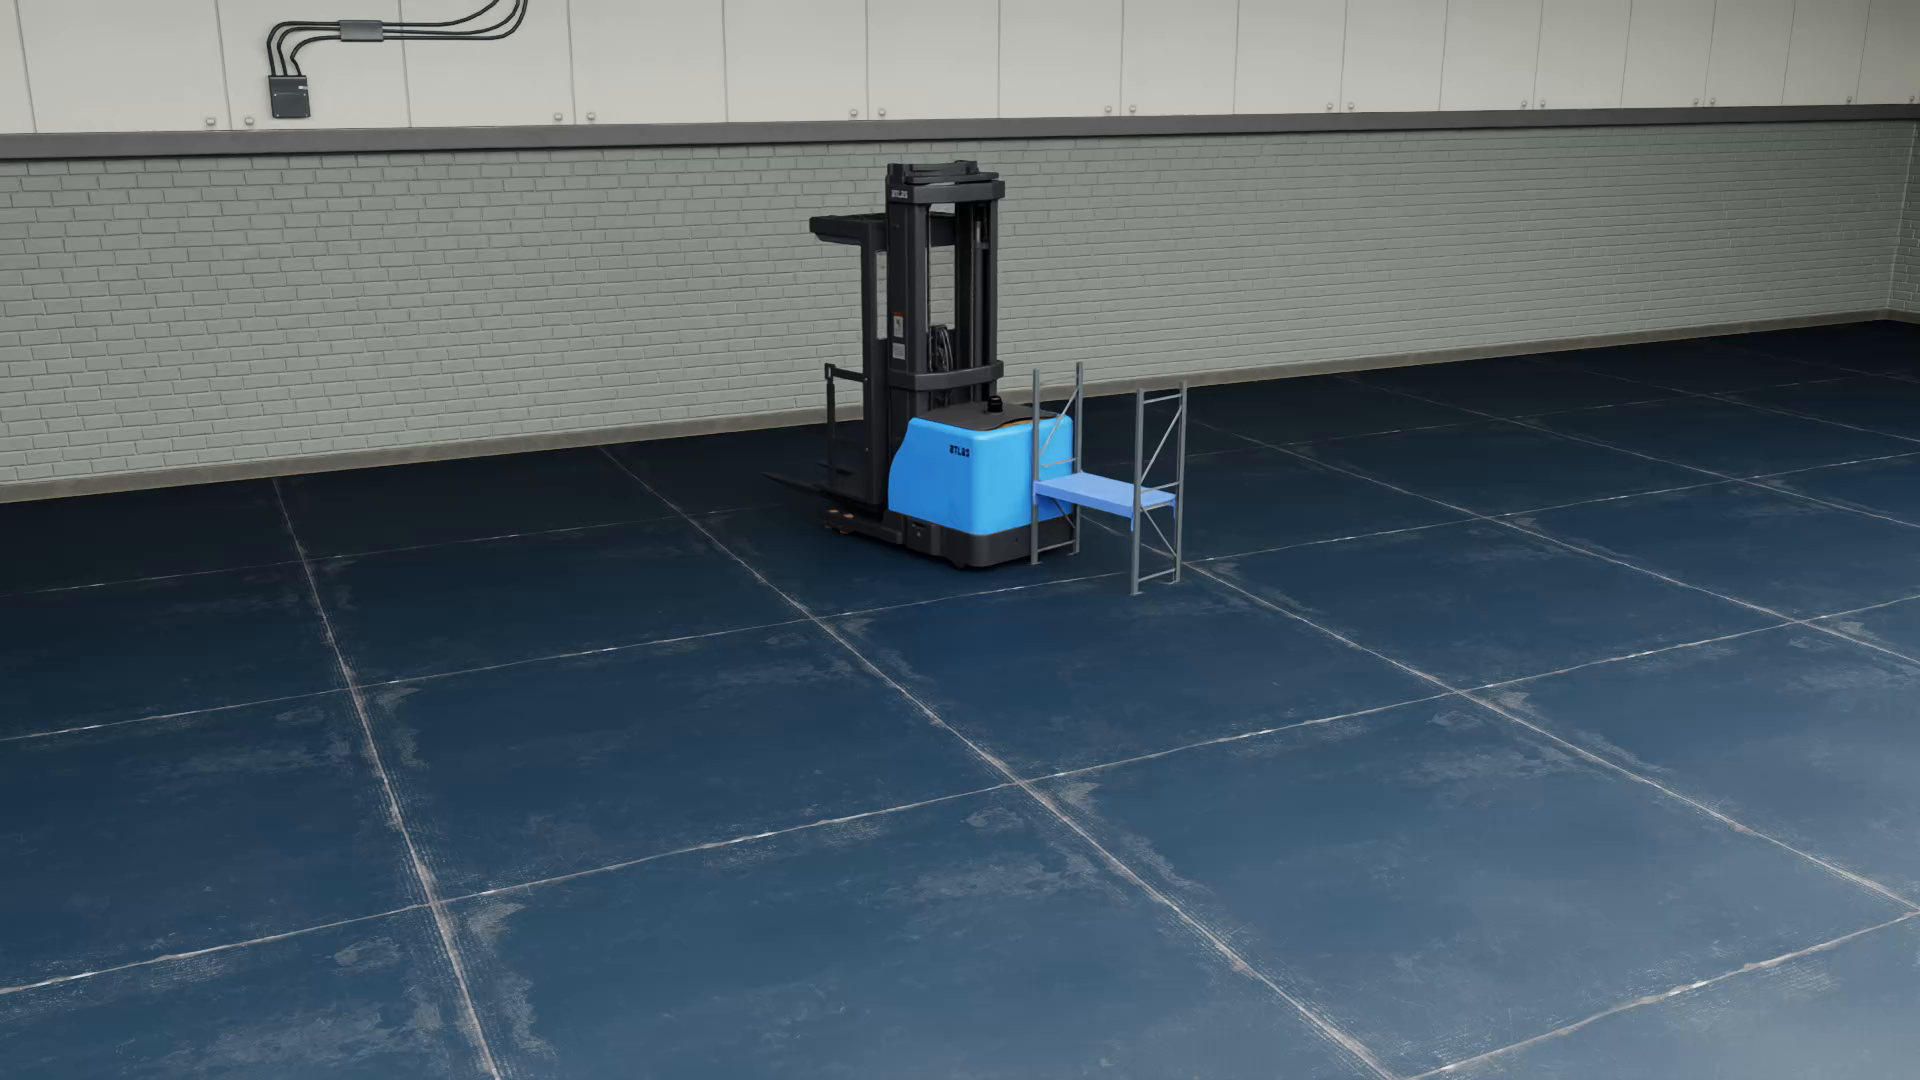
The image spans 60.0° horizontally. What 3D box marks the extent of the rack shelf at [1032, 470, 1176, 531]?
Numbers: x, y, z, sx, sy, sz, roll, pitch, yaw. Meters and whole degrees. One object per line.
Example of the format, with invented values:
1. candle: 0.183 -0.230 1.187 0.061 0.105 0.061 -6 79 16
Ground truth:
1. rack shelf: 1.070 -0.298 12.222 0.538 0.185 1.000 -14 21 -40

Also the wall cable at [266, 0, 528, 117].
1. wall cable: -4.951 -6.711 14.156 2.305 6.003 0.169 -8 18 -25

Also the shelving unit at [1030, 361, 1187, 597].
1. shelving unit: 1.070 -0.471 12.173 0.538 1.500 1.048 -14 21 -40

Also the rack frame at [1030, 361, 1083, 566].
1. rack frame: 0.729 -0.575 12.535 0.500 1.500 0.032 -14 21 -40

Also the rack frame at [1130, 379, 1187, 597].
1. rack frame: 1.412 -0.367 11.811 0.500 1.500 0.032 -14 21 -40

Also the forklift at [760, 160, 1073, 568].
1. forklift: -0.485 -1.535 13.284 1.130 2.935 3.031 -14 21 -40
